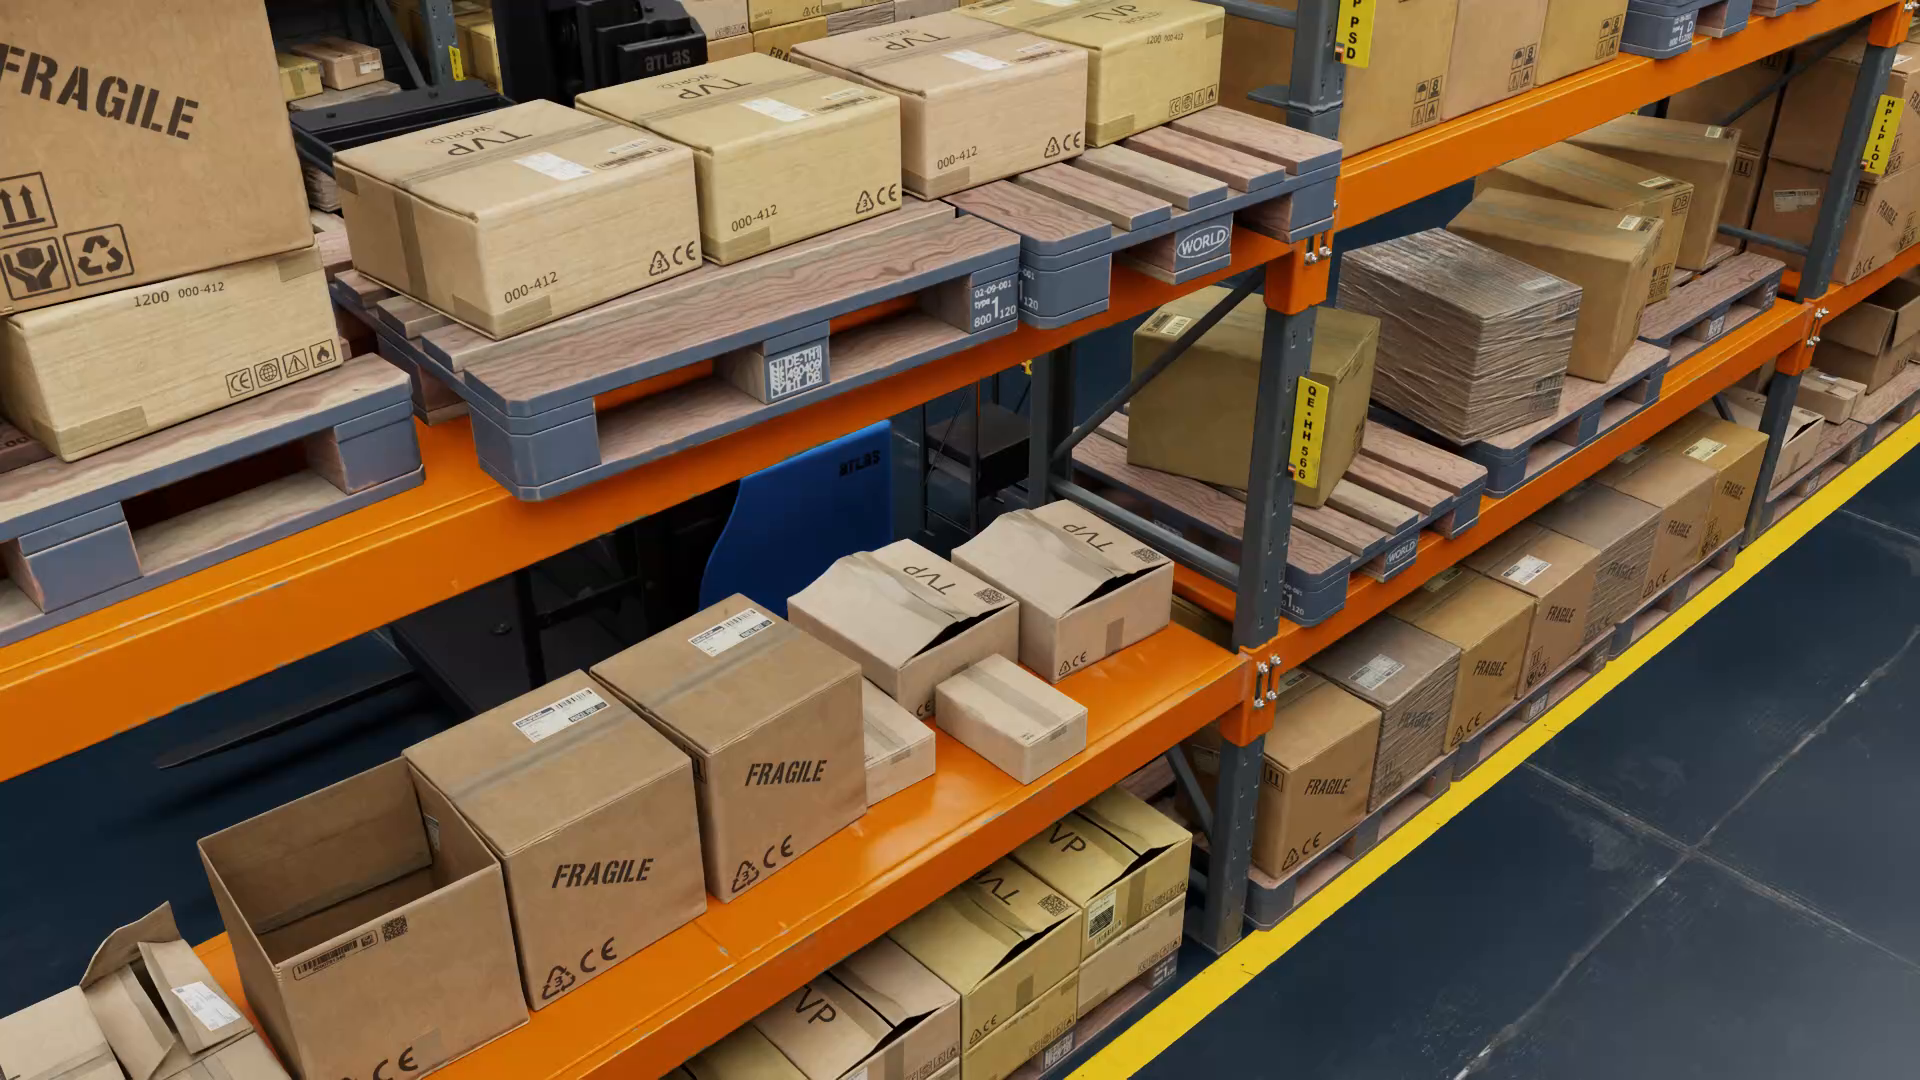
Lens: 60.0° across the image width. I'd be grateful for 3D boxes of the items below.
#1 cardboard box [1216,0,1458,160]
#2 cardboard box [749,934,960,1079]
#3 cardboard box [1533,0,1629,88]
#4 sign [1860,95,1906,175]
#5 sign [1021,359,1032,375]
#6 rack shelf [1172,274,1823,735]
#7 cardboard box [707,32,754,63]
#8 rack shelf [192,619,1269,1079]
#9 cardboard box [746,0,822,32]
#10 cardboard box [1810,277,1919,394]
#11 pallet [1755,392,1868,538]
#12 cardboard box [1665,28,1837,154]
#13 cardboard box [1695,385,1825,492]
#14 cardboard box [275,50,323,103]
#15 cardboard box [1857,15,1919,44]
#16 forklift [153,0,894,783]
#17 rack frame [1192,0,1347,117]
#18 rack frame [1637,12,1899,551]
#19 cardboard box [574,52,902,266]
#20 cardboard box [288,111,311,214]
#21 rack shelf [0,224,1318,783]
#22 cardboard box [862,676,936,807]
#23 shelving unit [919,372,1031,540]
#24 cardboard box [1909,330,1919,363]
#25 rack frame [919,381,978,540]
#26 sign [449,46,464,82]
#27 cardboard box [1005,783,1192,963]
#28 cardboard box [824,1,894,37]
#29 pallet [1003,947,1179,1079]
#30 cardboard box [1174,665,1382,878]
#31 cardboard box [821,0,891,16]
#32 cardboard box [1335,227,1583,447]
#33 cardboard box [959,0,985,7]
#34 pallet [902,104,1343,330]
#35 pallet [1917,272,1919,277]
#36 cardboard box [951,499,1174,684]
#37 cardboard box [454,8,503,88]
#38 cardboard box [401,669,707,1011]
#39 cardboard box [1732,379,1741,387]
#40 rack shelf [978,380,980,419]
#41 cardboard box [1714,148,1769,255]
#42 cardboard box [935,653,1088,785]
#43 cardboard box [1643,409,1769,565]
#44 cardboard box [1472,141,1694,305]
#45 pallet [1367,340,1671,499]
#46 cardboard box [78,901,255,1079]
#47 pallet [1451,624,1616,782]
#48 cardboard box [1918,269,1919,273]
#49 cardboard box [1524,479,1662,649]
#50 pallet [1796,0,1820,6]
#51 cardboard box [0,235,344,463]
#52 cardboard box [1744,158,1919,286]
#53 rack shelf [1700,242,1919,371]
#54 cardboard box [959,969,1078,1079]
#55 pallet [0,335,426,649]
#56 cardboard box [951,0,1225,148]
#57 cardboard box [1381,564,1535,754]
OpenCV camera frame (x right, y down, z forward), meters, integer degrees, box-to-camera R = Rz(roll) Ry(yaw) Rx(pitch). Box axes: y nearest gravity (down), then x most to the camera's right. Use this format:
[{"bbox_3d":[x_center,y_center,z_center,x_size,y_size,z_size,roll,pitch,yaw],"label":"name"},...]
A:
[{"bbox_3d":[0.913,-1.513,4.878,0.500,0.500,0.910,-26,40,-35],"label":"cardboard box"},{"bbox_3d":[-0.349,1.377,4.819,0.500,0.311,0.500,-26,40,-36],"label":"cardboard box"},{"bbox_3d":[1.669,-1.878,5.475,0.500,0.500,0.910,-26,40,-35],"label":"cardboard box"},{"bbox_3d":[3.930,-1.725,7.085,0.005,0.325,0.100,-26,40,-35],"label":"sign"},{"bbox_3d":[0.241,-0.687,5.465,0.005,0.325,0.100,-26,40,-35],"label":"sign"},{"bbox_3d":[2.083,-0.425,6.760,4.000,0.370,1.077,-26,40,-35],"label":"rack shelf"},{"bbox_3d":[-1.469,-2.527,9.107,0.500,0.500,0.500,-26,40,-36],"label":"cardboard box"},{"bbox_3d":[-0.850,0.993,4.440,4.000,0.370,1.077,-26,40,-35],"label":"rack shelf"},{"bbox_3d":[-1.119,-3.030,9.211,0.500,0.250,0.500,-27,40,-36],"label":"cardboard box"},{"bbox_3d":[4.924,-1.233,9.362,0.637,0.503,0.797,-26,40,-35],"label":"cardboard box"},{"bbox_3d":[4.054,-0.495,8.858,1.213,0.211,1.003,-26,40,-35],"label":"pallet"},{"bbox_3d":[3.744,-2.189,7.901,0.500,0.500,0.500,-26,40,-35],"label":"cardboard box"},{"bbox_3d":[4.004,-0.548,8.427,0.500,0.311,0.500,-26,40,-35],"label":"cardboard box"},{"bbox_3d":[-3.213,-2.170,7.784,0.380,0.149,0.250,22,38,31],"label":"cardboard box"},{"bbox_3d":[4.464,-2.154,7.842,0.500,0.500,0.500,-27,41,-37],"label":"cardboard box"},{"bbox_3d":[-1.739,-0.572,6.375,3.031,2.935,1.130,-23,38,-33],"label":"forklift"},{"bbox_3d":[0.616,-2.582,3.847,0.127,3.000,1.000,-26,40,-35],"label":"rack frame"},{"bbox_3d":[3.550,-1.442,7.732,0.127,3.000,1.000,-26,40,-35],"label":"rack frame"},{"bbox_3d":[-0.477,-0.844,3.621,0.500,0.250,0.500,-27,40,-36],"label":"cardboard box"},{"bbox_3d":[-3.484,-1.768,7.748,0.700,0.500,0.500,25,39,35],"label":"cardboard box"},{"bbox_3d":[-0.850,-0.286,3.657,4.000,0.370,1.077,-26,40,-35],"label":"rack shelf"},{"bbox_3d":[-0.280,0.558,4.703,0.250,0.149,0.380,-23,38,-32],"label":"cardboard box"},{"bbox_3d":[0.121,-0.955,7.798,0.503,2.100,0.431,-26,40,-35],"label":"shelving unit"},{"bbox_3d":[5.534,-1.263,9.653,0.500,0.250,0.500,-26,40,-35],"label":"cardboard box"},{"bbox_3d":[-0.058,-0.868,7.657,0.015,2.100,0.400,-26,40,-35],"label":"rack frame"},{"bbox_3d":[-2.379,-2.173,7.894,0.005,0.325,0.100,-26,40,-35],"label":"sign"},{"bbox_3d":[0.400,1.012,5.416,0.500,0.311,0.500,-25,39,-34],"label":"cardboard box"},{"bbox_3d":[-0.730,-2.894,9.707,0.500,0.500,0.500,-26,40,-35],"label":"cardboard box"},{"bbox_3d":[-0.014,1.444,5.687,1.213,0.211,1.003,-26,40,-35],"label":"pallet"},{"bbox_3d":[1.145,0.804,6.035,0.500,0.500,0.500,-24,39,-34],"label":"cardboard box"},{"bbox_3d":[-0.745,-3.211,9.507,0.500,0.250,0.500,-25,39,-35],"label":"cardboard box"},{"bbox_3d":[1.802,-0.763,6.123,0.500,0.500,0.700,-18,36,-27],"label":"cardboard box"},{"bbox_3d":[0.012,-3.253,10.295,0.500,0.500,0.500,-27,40,-36],"label":"cardboard box"},{"bbox_3d":[0.180,-0.947,4.229,1.003,0.211,1.213,-24,39,-33],"label":"pallet"},{"bbox_3d":[5.843,-1.361,10.273,1.213,0.211,1.003,-26,40,-35],"label":"pallet"},{"bbox_3d":[0.320,0.127,5.252,0.500,0.311,0.500,-23,38,-33],"label":"cardboard box"},{"bbox_3d":[-2.225,-2.487,8.323,0.500,0.250,0.500,-25,39,-34],"label":"cardboard box"},{"bbox_3d":[-0.989,0.723,4.097,0.500,0.500,0.500,-26,40,-35],"label":"cardboard box"},{"bbox_3d":[3.774,-0.874,8.778,0.500,0.500,0.500,-26,40,-35],"label":"cardboard box"},{"bbox_3d":[0.121,-0.943,7.805,0.480,0.518,0.431,-26,40,-35],"label":"rack shelf"},{"bbox_3d":[3.742,-1.760,8.157,0.500,0.500,0.500,-25,39,-35],"label":"cardboard box"},{"bbox_3d":[0.145,0.509,4.783,0.250,0.149,0.380,-26,40,-35],"label":"cardboard box"},{"bbox_3d":[3.383,-0.278,7.804,0.500,0.500,0.500,-26,40,-36],"label":"cardboard box"},{"bbox_3d":[2.589,-1.313,7.023,0.500,0.500,0.700,-19,36,-28],"label":"cardboard box"},{"bbox_3d":[2.039,-0.633,6.593,1.213,0.211,1.003,-26,40,-35],"label":"pallet"},{"bbox_3d":[-1.797,1.071,3.752,0.258,0.266,0.396,-27,40,-37],"label":"cardboard box"},{"bbox_3d":[2.084,0.486,7.253,1.213,0.211,1.003,-26,40,-35],"label":"pallet"},{"bbox_3d":[5.942,-1.815,10.654,0.250,0.149,0.380,-26,40,-35],"label":"cardboard box"},{"bbox_3d":[2.646,0.071,7.232,0.500,0.500,0.500,-25,39,-35],"label":"cardboard box"},{"bbox_3d":[3.024,-2.437,6.665,1.003,0.211,1.213,-26,40,-35],"label":"pallet"},{"bbox_3d":[-1.458,-0.410,2.911,0.500,0.250,0.500,25,39,34],"label":"cardboard box"},{"bbox_3d":[4.109,-1.561,7.832,0.500,0.500,0.500,-25,39,-34],"label":"cardboard box"},{"bbox_3d":[5.016,-1.844,9.080,4.000,0.370,1.077,-26,40,-35],"label":"rack shelf"},{"bbox_3d":[0.021,1.435,5.261,0.500,0.250,0.500,-26,40,-36],"label":"cardboard box"},{"bbox_3d":[-1.679,-0.120,2.879,0.805,0.209,1.217,27,41,37],"label":"pallet"},{"bbox_3d":[0.322,-1.235,4.261,0.500,0.250,0.500,26,40,35],"label":"cardboard box"},{"bbox_3d":[1.896,0.440,6.630,0.500,0.500,0.500,-26,40,-36],"label":"cardboard box"}]
